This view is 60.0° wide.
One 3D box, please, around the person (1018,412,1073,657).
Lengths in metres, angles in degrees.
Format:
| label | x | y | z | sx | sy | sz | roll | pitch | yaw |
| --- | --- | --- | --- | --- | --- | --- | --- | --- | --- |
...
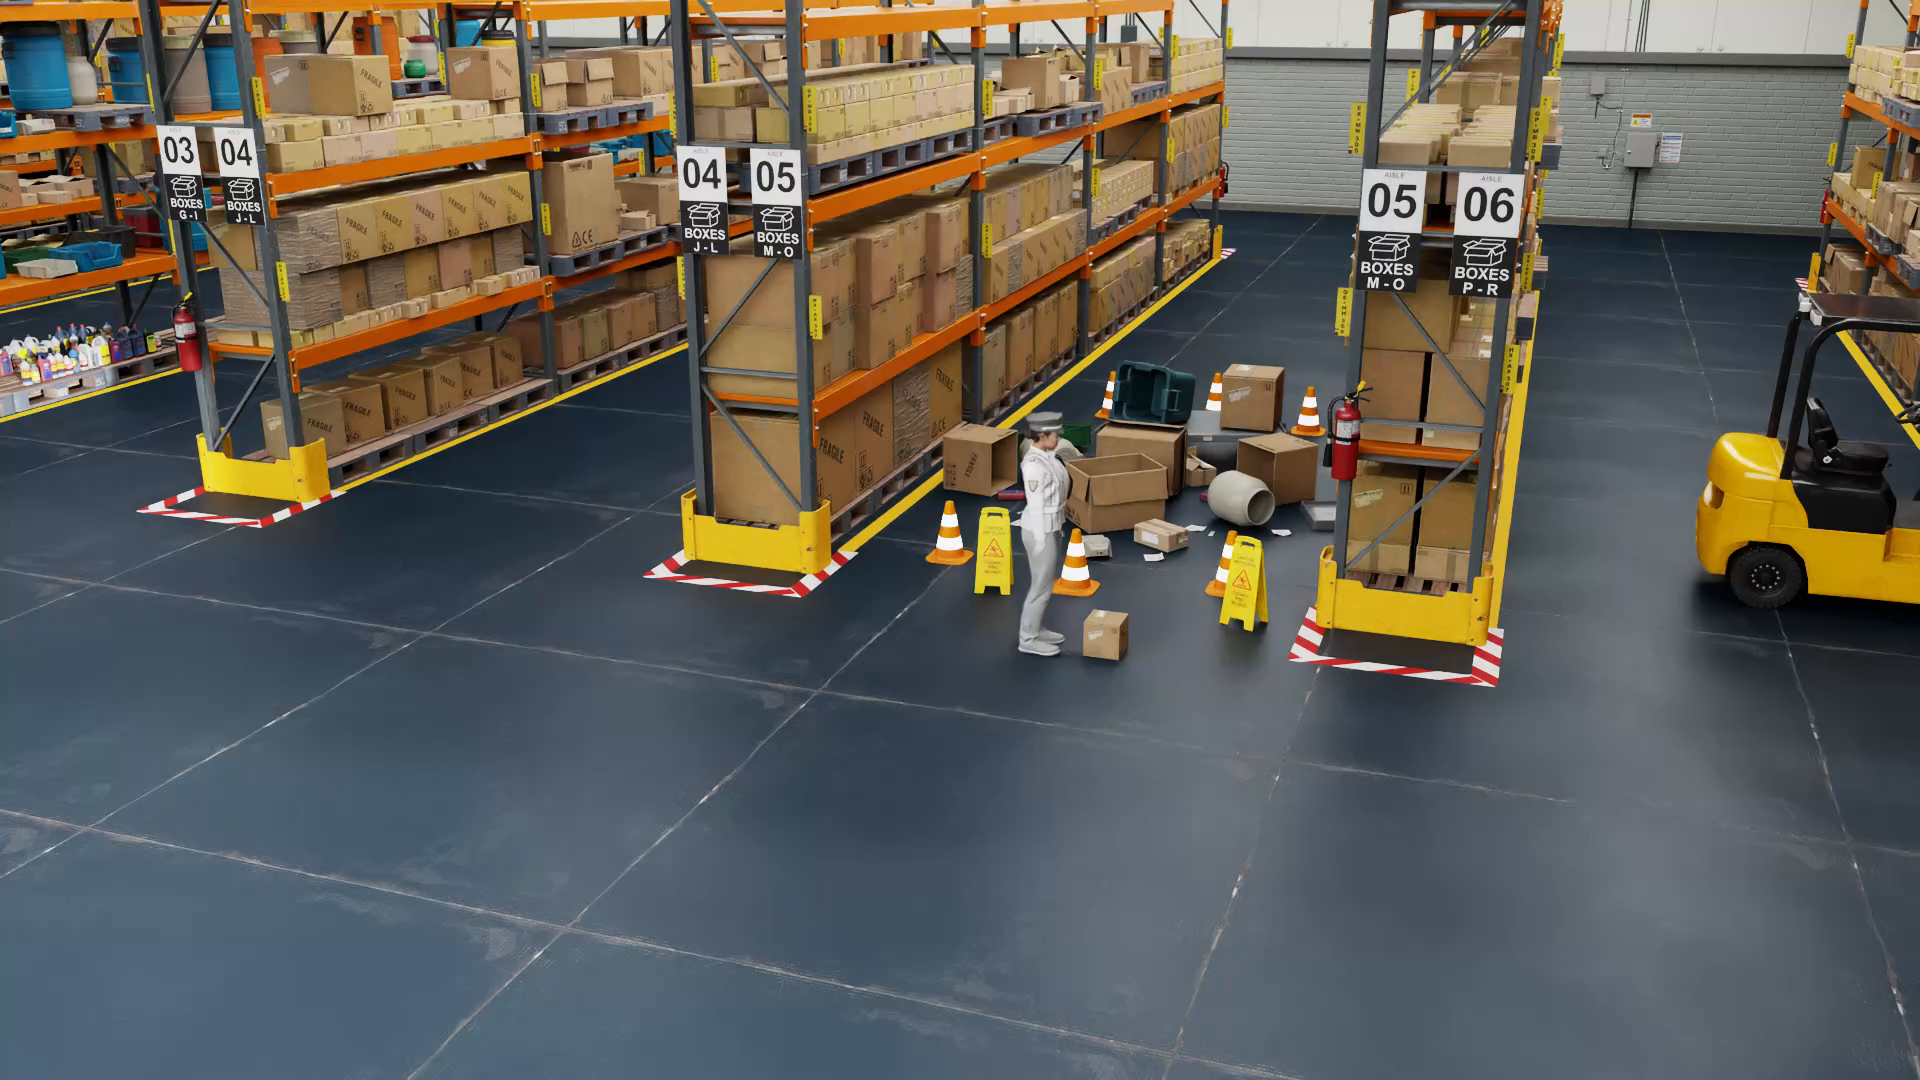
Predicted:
| label | x | y | z | sx | sy | sz | roll | pitch | yaw |
| --- | --- | --- | --- | --- | --- | --- | --- | --- | --- |
| person | 0.574 | -0.056 | 11.234 | 0.328 | 1.662 | 0.469 | 5 | 19 | 13 |
